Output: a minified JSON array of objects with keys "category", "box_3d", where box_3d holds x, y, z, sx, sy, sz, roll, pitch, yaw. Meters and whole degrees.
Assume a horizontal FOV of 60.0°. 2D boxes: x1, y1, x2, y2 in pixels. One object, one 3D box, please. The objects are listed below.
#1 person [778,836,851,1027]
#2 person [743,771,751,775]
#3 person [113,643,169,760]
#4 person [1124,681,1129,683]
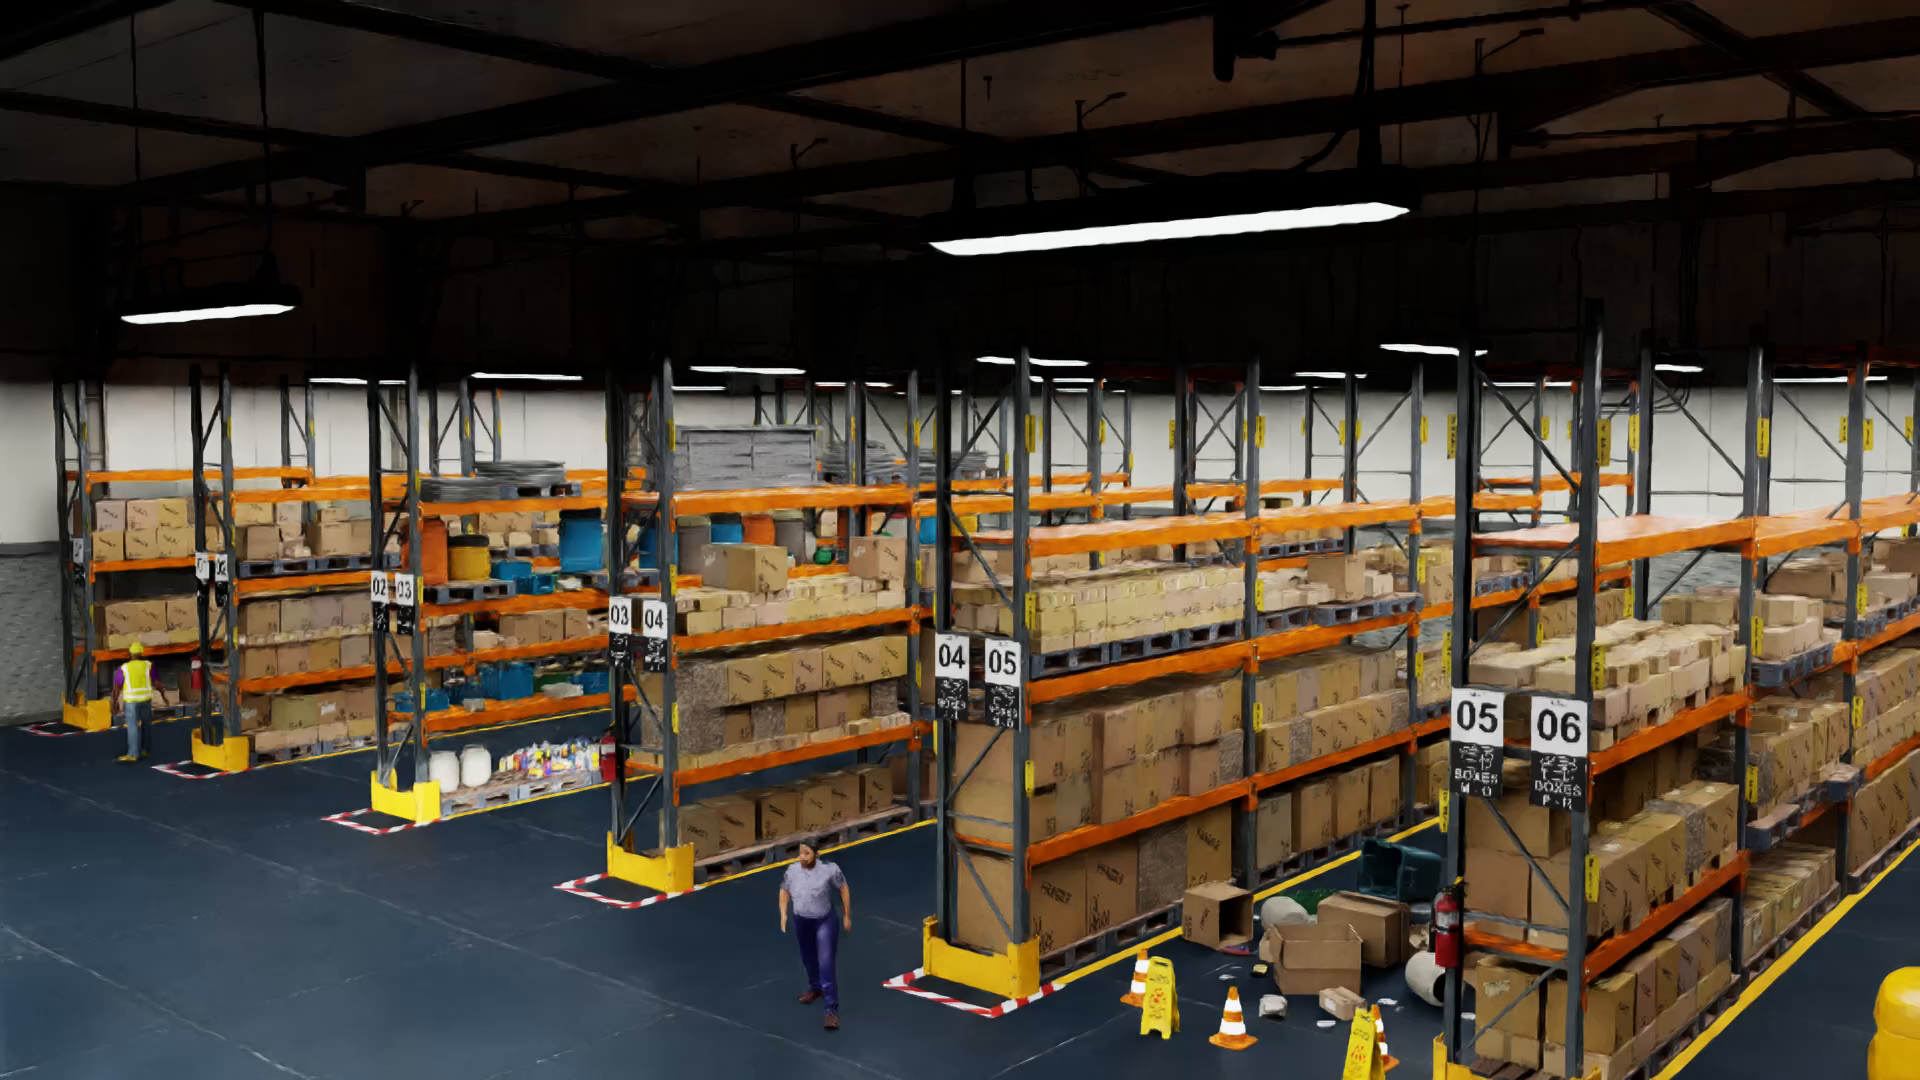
[{"category":"person","box_3d":[-1.221,3.324,14.440,0.653,1.580,0.809,2,4,22]},{"category":"person","box_3d":[-3.255,2.636,24.261,0.557,1.526,0.756,1,4,10]},{"category":"person","box_3d":[-12.539,2.438,25.425,0.786,1.760,0.618,-4,5,-41]},{"category":"person","box_3d":[2.228,2.684,22.438,0.677,1.742,0.552,3,5,39]}]
